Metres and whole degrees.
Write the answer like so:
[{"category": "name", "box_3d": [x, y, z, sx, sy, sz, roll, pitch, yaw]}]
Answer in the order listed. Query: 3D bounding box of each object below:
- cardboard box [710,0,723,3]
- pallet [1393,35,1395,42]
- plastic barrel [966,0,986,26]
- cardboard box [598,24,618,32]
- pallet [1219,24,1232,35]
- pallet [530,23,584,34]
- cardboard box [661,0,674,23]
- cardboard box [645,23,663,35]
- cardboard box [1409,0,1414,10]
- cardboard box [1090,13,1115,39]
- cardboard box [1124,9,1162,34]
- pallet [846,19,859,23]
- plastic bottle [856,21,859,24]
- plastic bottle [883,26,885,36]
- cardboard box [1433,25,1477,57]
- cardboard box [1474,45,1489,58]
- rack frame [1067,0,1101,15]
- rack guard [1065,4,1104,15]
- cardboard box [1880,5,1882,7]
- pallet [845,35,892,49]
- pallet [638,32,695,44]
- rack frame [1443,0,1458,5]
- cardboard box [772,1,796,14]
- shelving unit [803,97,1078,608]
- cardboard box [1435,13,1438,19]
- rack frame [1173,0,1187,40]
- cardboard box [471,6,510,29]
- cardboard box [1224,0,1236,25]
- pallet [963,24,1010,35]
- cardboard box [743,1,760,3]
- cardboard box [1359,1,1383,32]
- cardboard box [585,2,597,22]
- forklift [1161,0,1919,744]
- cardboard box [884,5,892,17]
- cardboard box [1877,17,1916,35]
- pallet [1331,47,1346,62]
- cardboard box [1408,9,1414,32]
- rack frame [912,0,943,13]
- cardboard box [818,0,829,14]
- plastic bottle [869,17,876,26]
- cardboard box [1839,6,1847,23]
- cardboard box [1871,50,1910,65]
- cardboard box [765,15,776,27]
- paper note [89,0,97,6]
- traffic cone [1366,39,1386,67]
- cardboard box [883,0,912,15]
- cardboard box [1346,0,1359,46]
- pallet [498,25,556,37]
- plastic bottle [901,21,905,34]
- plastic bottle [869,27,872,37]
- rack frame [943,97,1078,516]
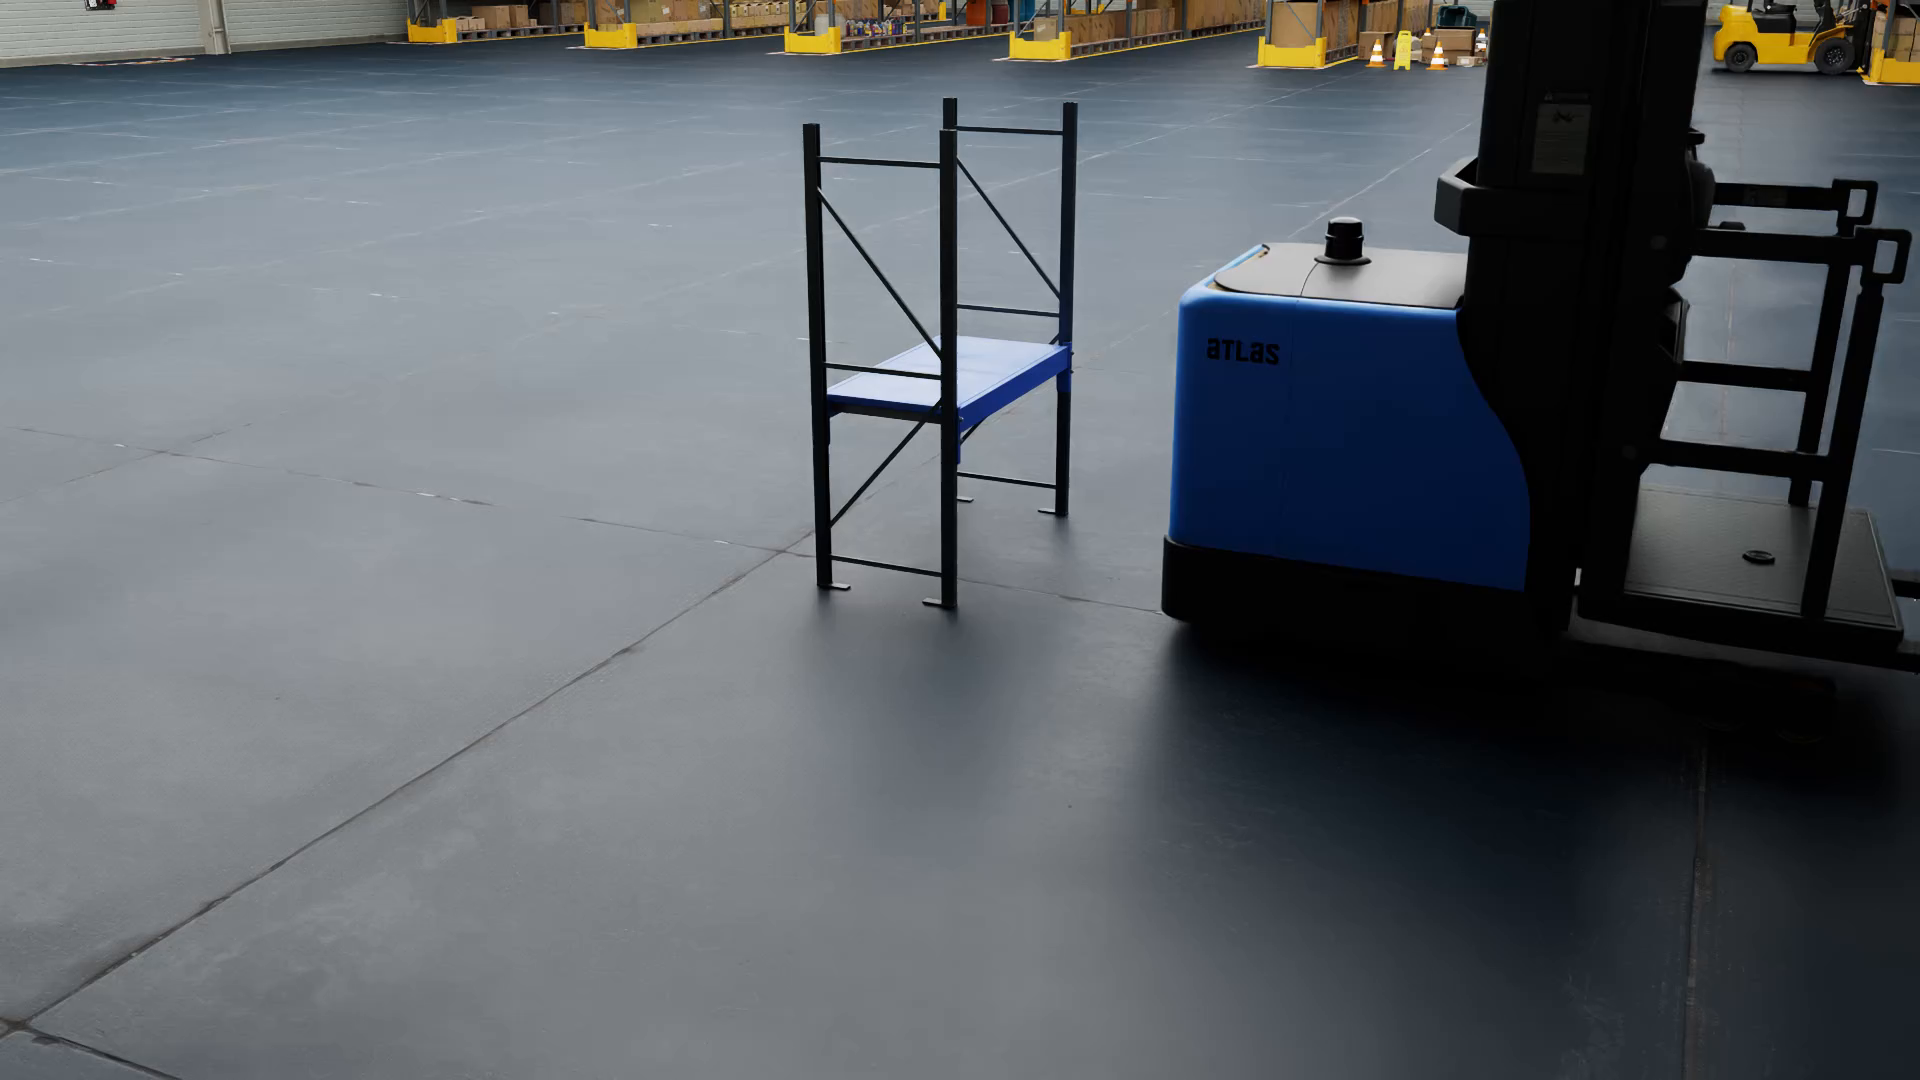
[{"category": "cardboard box", "box_3d": [-7.277, -15.386, 47.337, 0.750, 0.750, 0.750, 9, 21, 23]}, {"category": "pallet", "box_3d": [8.882, -10.900, 36.302, 1.003, 0.211, 1.213, 9, 21, 23]}, {"category": "plastic barrel", "box_3d": [0.456, -13.163, 41.116, 0.600, 0.830, 0.708, 9, 21, 23]}, {"category": "cardboard box", "box_3d": [-7.572, -11.177, 36.398, 0.500, 0.250, 0.500, 9, 21, 23]}, {"category": "pallet", "box_3d": [6.181, -12.818, 41.697, 1.003, 0.211, 1.213, 9, 21, 23]}, {"category": "pallet", "box_3d": [-10.088, -12.896, 41.916, 1.003, 0.211, 1.213, 9, 21, 23]}, {"category": "cardboard box", "box_3d": [-6.704, -11.767, 36.938, 0.500, 0.500, 0.500, 9, 21, 23]}, {"category": "cardboard box", "box_3d": [-6.898, -11.260, 36.630, 0.500, 0.250, 0.500, 9, 21, 23]}, {"category": "cardboard box", "box_3d": [9.984, -12.150, 37.642, 0.500, 0.250, 0.500, 8, 21, 22]}, {"category": "cardboard box", "box_3d": [2.952, -10.836, 35.066, 0.500, 0.500, 0.500, 8, 21, 21]}, {"category": "cardboard box", "box_3d": [4.092, -11.632, 37.274, 0.700, 0.500, 0.500, 11, 22, 27]}, {"category": "pallet", "box_3d": [-3.405, -13.797, 44.449, 1.003, 0.211, 1.213, 9, 21, 23]}, {"category": "plastic bottle", "box_3d": [-2.259, -11.248, 36.517, 0.061, 0.283, 0.133, 10, 22, 25]}, {"category": "plastic bottle", "box_3d": [-1.672, -11.019, 35.995, 0.097, 0.201, 0.097, 0, 20, 0]}, {"category": "cardboard box", "box_3d": [9.340, -9.409, 31.473, 0.797, 0.637, 0.503, 9, 21, 23]}, {"category": "cardboard box", "box_3d": [9.901, -9.330, 31.808, 0.258, 0.266, 0.396, -5, 20, -15]}, {"category": "rack frame", "box_3d": [3.547, -16.281, 47.272, 1.000, 3.000, 0.127, 9, 21, 23]}, {"category": "rack guard", "box_3d": [3.545, -15.112, 47.716, 1.175, 0.500, 0.348, 9, 21, 23]}, {"category": "cardboard box", "box_3d": [20.008, -11.431, 35.771, 0.380, 0.149, 0.250, 9, 21, 23]}, {"category": "pallet", "box_3d": [-2.178, -10.725, 35.811, 1.003, 0.211, 1.213, 9, 21, 23]}, {"category": "pallet", "box_3d": [-6.746, -11.368, 37.619, 1.003, 0.211, 1.213, 9, 21, 23]}, {"category": "rack frame", "box_3d": [12.549, -14.890, 43.360, 1.000, 3.000, 0.127, 9, 21, 23]}, {"category": "cardboard box", "box_3d": [-4.443, -13.329, 41.611, 0.500, 0.311, 0.500, 8, 21, 22]}, {"category": "shelving unit", "box_3d": [-0.035, -0.681, 5.644, 0.538, 1.500, 1.048, 9, 21, 23]}, {"category": "cardboard box", "box_3d": [11.688, -13.061, 41.401, 0.380, 0.149, 0.250, 10, 22, 25]}, {"category": "rack frame", "box_3d": [4.790, -13.156, 38.484, 1.000, 3.000, 0.127, 9, 21, 23]}, {"category": "cardboard box", "box_3d": [-11.098, -12.369, 39.348, 0.700, 0.500, 0.500, 7, 21, 19]}, {"category": "cardboard box", "box_3d": [6.184, -13.377, 41.650, 1.225, 0.875, 0.875, 9, 21, 23]}, {"category": "pallet", "box_3d": [0.556, -12.768, 41.556, 1.003, 0.211, 1.213, 9, 21, 23]}, {"category": "cardboard box", "box_3d": [-5.147, -13.246, 41.377, 0.500, 0.311, 0.500, 8, 21, 21]}, {"category": "cardboard box", "box_3d": [8.206, -10.856, 34.748, 1.050, 0.750, 0.750, 9, 21, 23]}, {"category": "cardboard box", "box_3d": [-9.707, -13.544, 42.650, 0.700, 0.500, 0.500, 9, 21, 23]}, {"category": "forklift", "box_3d": [2.188, -1.039, 4.517, 3.031, 2.935, 1.130, 8, 21, 22]}, {"category": "cardboard box", "box_3d": [-2.239, -14.778, 46.402, 0.500, 0.311, 0.500, 9, 21, 23]}, {"category": "cardboard box", "box_3d": [14.989, -8.227, 26.611, 0.500, 0.250, 0.500, 9, 22, 25]}, {"category": "pallet", "box_3d": [6.755, -9.312, 31.837, 1.003, 0.211, 1.213, 9, 21, 23]}, {"category": "cardboard box", "box_3d": [9.999, -11.800, 37.775, 0.500, 0.500, 0.500, 9, 21, 23]}, {"category": "rack frame", "box_3d": [-0.970, -16.962, 49.186, 1.000, 3.000, 0.127, 9, 21, 23]}, {"category": "cardboard box", "box_3d": [-3.590, -13.806, 43.388, 0.500, 0.500, 0.500, 8, 21, 21]}, {"category": "plastic bottle", "box_3d": [-1.944, -11.362, 36.738, 0.144, 0.351, 0.185, 9, 21, 23]}, {"category": "cardboard box", "box_3d": [21.300, -12.409, 39.484, 0.797, 0.503, 0.637, 8, 21, 21]}, {"category": "cardboard box", "box_3d": [14.989, -7.760, 26.788, 0.500, 0.250, 0.500, 9, 21, 23]}, {"category": "cardboard box", "box_3d": [-4.864, -12.755, 40.835, 0.500, 0.250, 0.500, 9, 21, 24]}, {"category": "paper note", "box_3d": [-16.185, -10.038, 31.032, 0.016, 0.148, 0.142, 9, 21, 23]}, {"category": "traffic cone", "box_3d": [7.510, -8.771, 29.941, 0.336, 0.463, 0.334, 9, 21, 23]}, {"category": "cardboard box", "box_3d": [-1.844, -15.345, 47.709, 0.797, 0.503, 0.637, 9, 21, 23]}, {"category": "cardboard box", "box_3d": [7.314, -10.236, 32.817, 0.875, 0.875, 0.875, 9, 21, 24]}, {"category": "pallet", "box_3d": [-10.648, -12.448, 40.656, 1.003, 0.211, 1.213, 9, 21, 23]}, {"category": "plastic bottle", "box_3d": [-1.263, -11.348, 36.798, 0.061, 0.283, 0.133, 10, 22, 25]}, {"category": "plastic bottle", "box_3d": [-1.936, -10.822, 35.441, 0.097, 0.201, 0.097, 0, 20, 0]}, {"category": "rack frame", "box_3d": [0.173, -0.836, 6.081, 0.500, 1.500, 0.032, 9, 21, 23]}]
